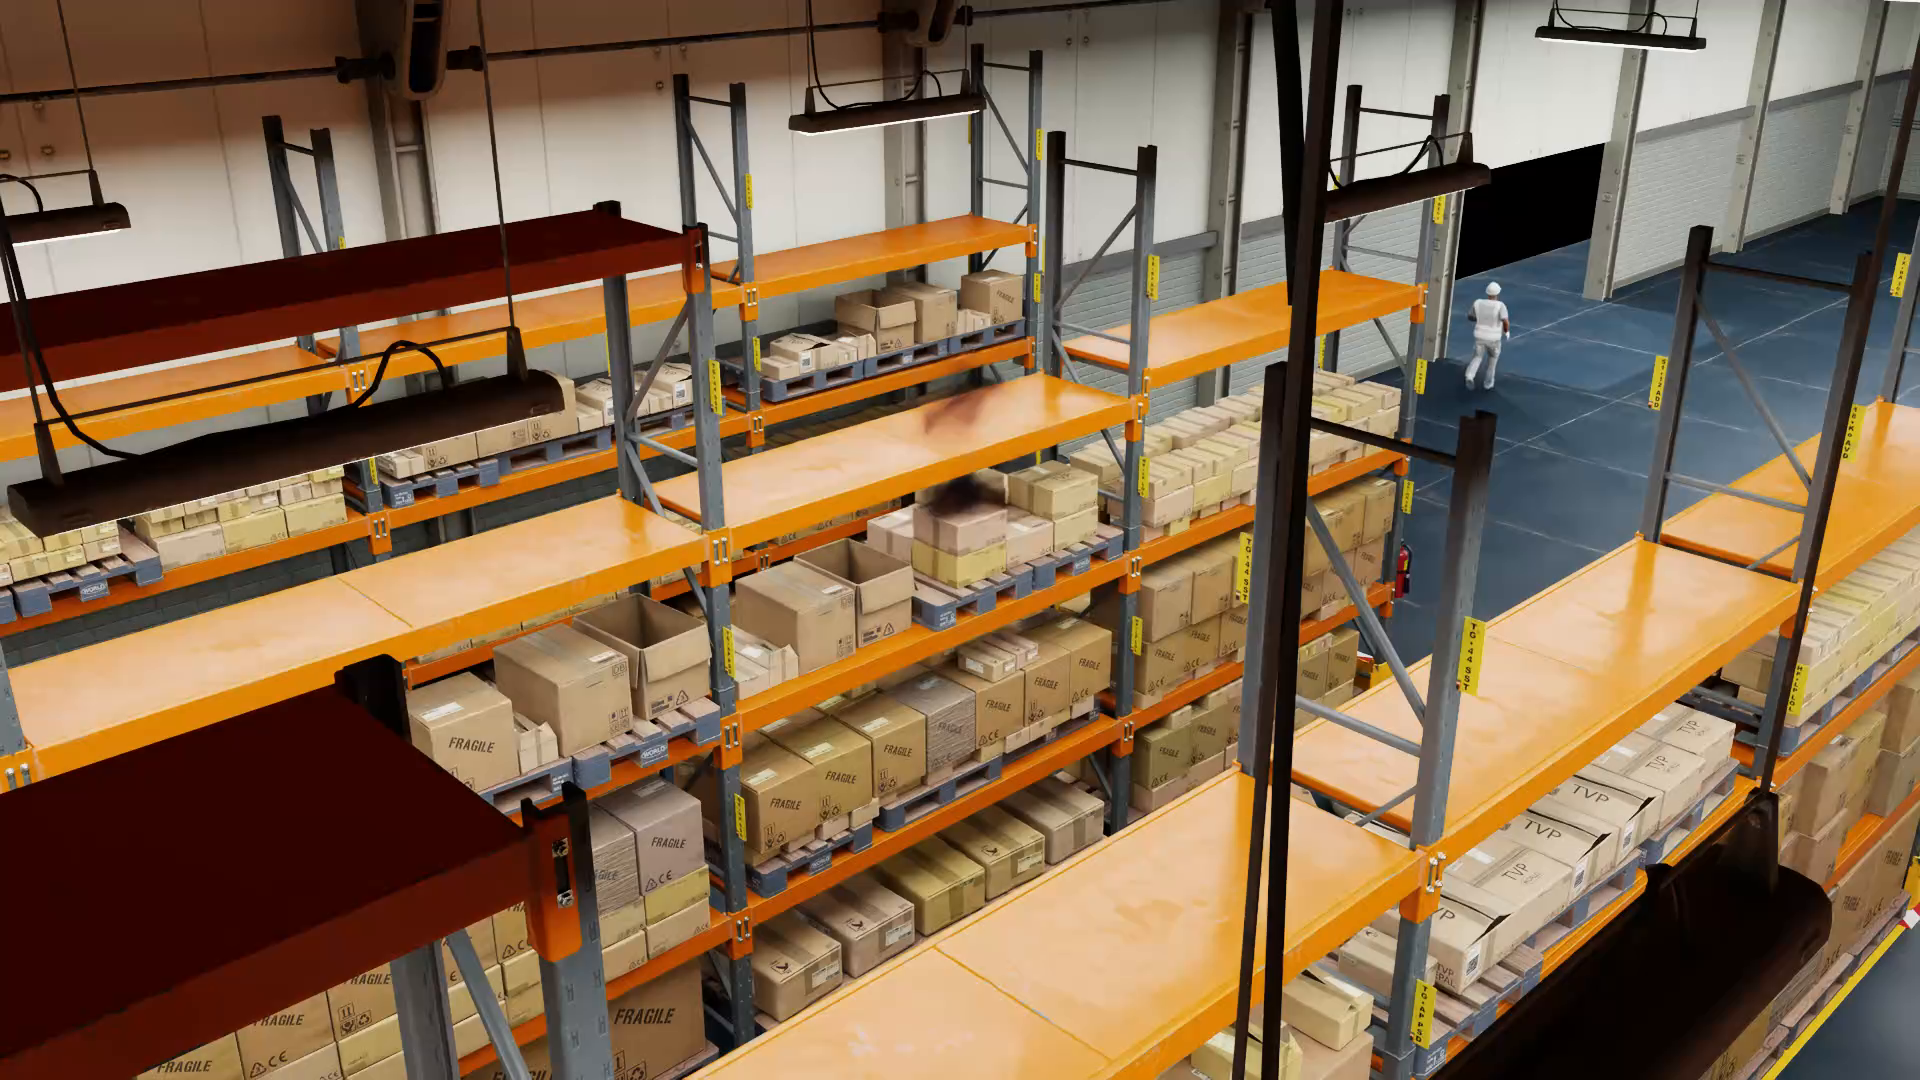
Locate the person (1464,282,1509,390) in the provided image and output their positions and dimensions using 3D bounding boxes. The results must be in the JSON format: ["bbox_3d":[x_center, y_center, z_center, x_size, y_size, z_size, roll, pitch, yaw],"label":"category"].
[{"bbox_3d":[8.317,-3.194,26.240,0.712,1.762,0.946,15,27,33],"label":"person"}]
